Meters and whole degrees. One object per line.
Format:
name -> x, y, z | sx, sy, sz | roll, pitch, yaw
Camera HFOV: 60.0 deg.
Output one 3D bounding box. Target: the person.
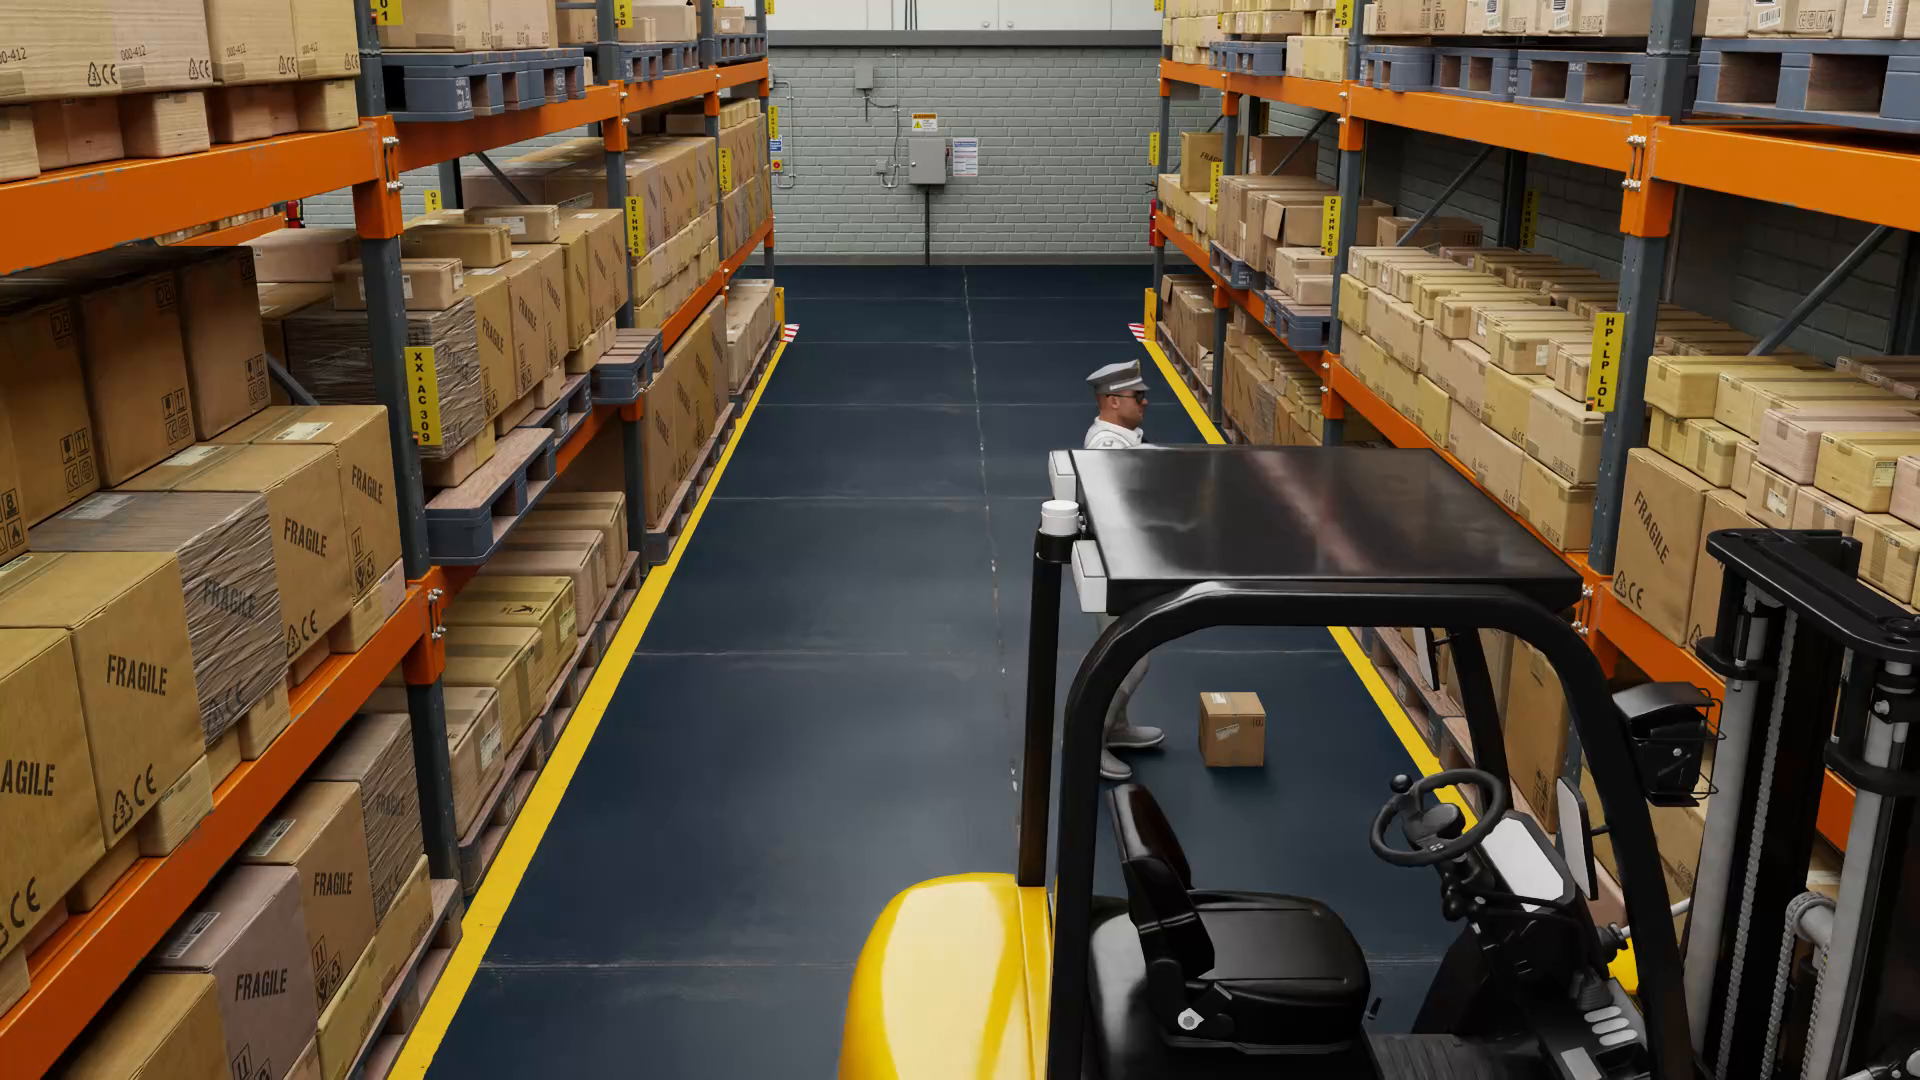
person -> 0.684, 0.104, 7.135 | 0.448, 1.779, 0.568 | 1, 17, 5
